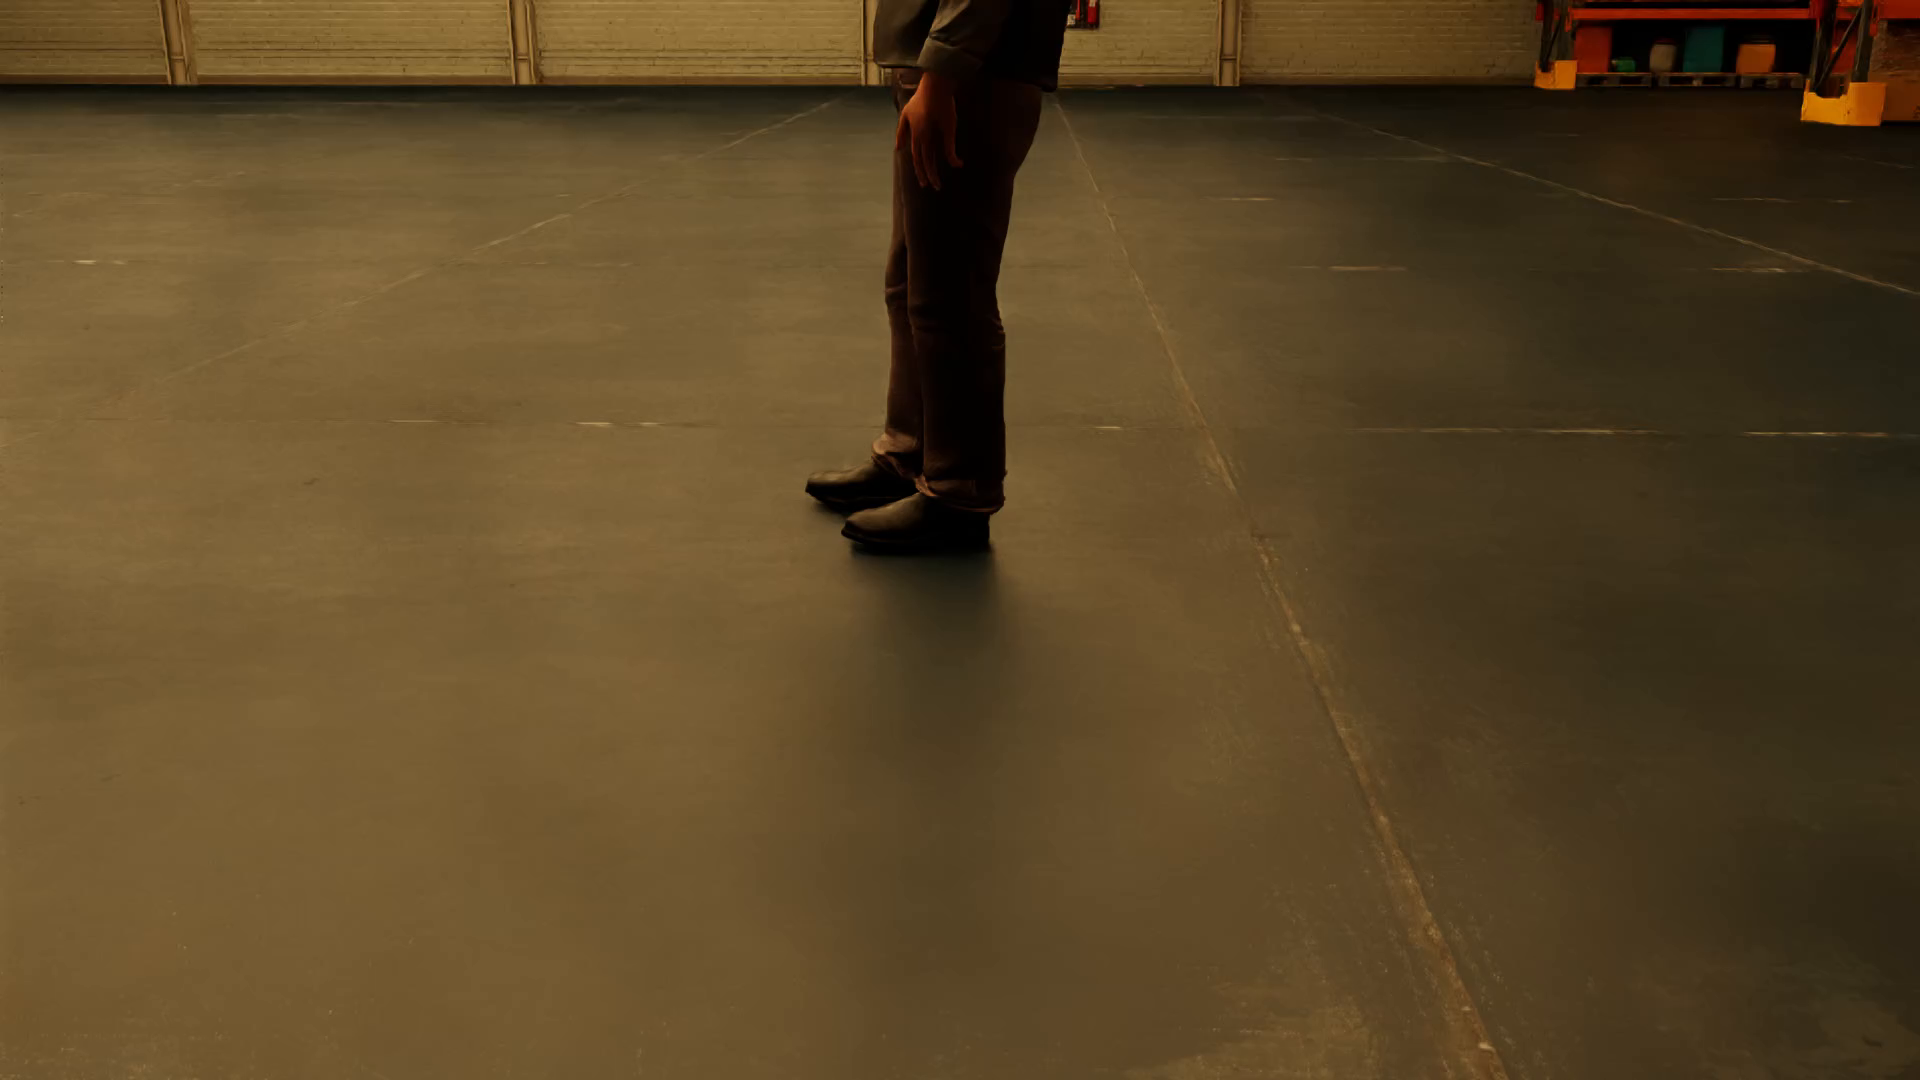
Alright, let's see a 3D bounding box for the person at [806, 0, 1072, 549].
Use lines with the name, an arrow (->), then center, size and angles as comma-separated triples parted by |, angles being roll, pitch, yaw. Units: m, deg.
person -> -0.062, -0.832, 3.124 | 0.567, 1.720, 0.632 | 1, 17, 2
